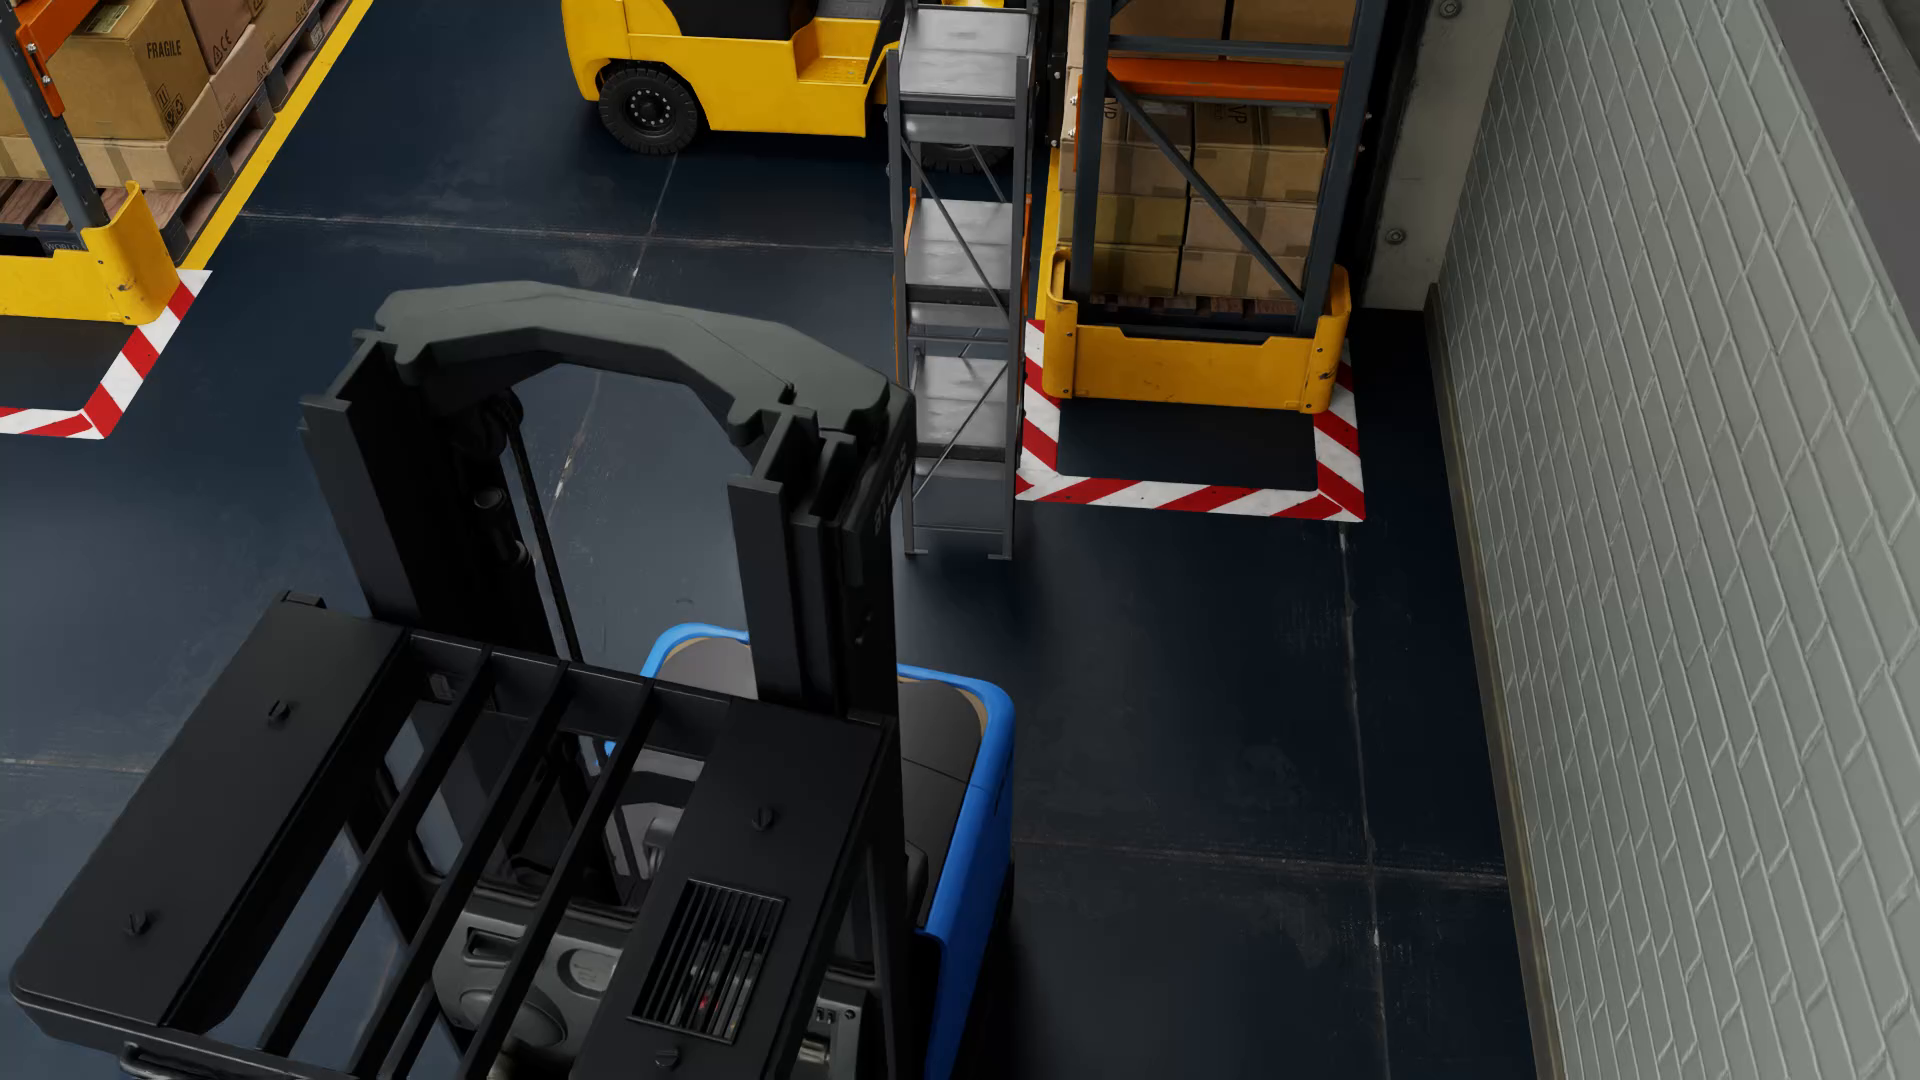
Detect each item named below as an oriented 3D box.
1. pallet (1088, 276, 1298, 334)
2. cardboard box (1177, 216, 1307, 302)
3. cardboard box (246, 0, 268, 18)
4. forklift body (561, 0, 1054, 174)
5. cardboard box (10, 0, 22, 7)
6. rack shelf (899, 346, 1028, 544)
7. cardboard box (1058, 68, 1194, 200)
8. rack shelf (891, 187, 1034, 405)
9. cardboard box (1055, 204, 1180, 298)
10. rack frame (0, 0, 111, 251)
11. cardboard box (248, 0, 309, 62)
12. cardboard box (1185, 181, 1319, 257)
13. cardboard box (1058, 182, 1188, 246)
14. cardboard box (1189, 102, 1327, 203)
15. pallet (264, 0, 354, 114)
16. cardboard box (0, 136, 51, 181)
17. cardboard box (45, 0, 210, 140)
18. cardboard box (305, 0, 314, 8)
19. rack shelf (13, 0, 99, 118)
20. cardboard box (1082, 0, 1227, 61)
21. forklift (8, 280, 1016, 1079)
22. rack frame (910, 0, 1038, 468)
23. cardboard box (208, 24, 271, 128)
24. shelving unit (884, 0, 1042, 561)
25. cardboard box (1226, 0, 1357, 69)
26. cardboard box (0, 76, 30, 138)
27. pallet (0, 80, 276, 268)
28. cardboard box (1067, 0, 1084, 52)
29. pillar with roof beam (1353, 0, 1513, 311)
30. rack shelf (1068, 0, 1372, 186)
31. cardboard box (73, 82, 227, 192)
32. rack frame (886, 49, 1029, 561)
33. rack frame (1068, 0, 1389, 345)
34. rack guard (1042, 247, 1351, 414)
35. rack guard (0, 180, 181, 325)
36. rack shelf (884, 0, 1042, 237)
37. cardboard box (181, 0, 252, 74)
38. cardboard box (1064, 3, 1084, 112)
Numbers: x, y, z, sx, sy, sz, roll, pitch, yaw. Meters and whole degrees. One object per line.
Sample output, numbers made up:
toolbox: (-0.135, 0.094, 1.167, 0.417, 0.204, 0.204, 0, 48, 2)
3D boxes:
pallet: (0.960, -1.326, 7.319, 1.003, 0.211, 1.213, 4, 48, 4)
cardboard box: (1.171, -1.263, 6.952, 0.500, 0.250, 0.500, 4, 48, 4)
cardboard box: (-3.564, -2.844, 7.889, 0.500, 0.500, 0.500, 5, 48, 4)
forklift body: (-0.712, -2.932, 7.474, 2.313, 2.155, 1.214, 4, 48, 4)
cardboard box: (-3.774, -2.184, 6.385, 0.380, 0.149, 0.250, 4, 48, 4)
rack shelf: (0.015, -0.349, 6.113, 0.431, 0.518, 0.480, 4, 48, 4)
cardboard box: (0.663, -1.612, 6.593, 0.500, 0.250, 0.500, 5, 48, 5)
rack shelf: (0.015, -0.821, 5.596, 0.431, 0.518, 0.480, 4, 48, 4)
cardboard box: (0.660, -1.282, 6.969, 0.500, 0.250, 0.500, 4, 48, 4)
rack frame: (-4.011, -2.033, 6.077, 1.000, 3.000, 0.127, 4, 48, 4)
cardboard box: (-3.571, -2.597, 8.172, 0.500, 0.250, 0.500, 7, 48, 6)
cardboard box: (1.182, -1.416, 6.752, 0.500, 0.250, 0.500, 5, 48, 4)
cardboard box: (0.665, -1.463, 6.795, 0.500, 0.250, 0.500, 3, 48, 3)
cardboard box: (1.164, -1.594, 6.576, 0.500, 0.250, 0.500, 3, 48, 3)
pallet: (-3.782, -2.636, 8.518, 1.003, 0.211, 1.213, 4, 48, 4)
cardboard box: (-4.204, -1.876, 7.512, 0.500, 0.250, 0.500, 4, 48, 3)
cardboard box: (-3.661, -2.091, 7.201, 0.500, 0.500, 0.500, 2, 48, 2)
cardboard box: (-3.523, -2.968, 8.511, 0.500, 0.250, 0.500, 5, 48, 4)
rack shelf: (-3.829, -3.260, 7.686, 1.077, 0.370, 4.000, 4, 48, 4)
cardboard box: (0.715, -2.115, 6.084, 0.500, 0.500, 0.500, 3, 48, 3)
forklift: (-0.700, 1.092, 3.265, 1.130, 2.935, 3.031, 11, 48, 10)
rack frame: (0.037, -1.010, 5.750, 0.400, 2.100, 0.015, 4, 48, 4)
cardboard box: (-3.608, -2.195, 7.804, 0.500, 0.250, 0.500, 5, 48, 5)
shelving unit: (0.015, -0.830, 5.586, 0.431, 2.100, 0.503, 4, 48, 4)
cardboard box: (1.254, -2.081, 6.053, 0.500, 0.500, 0.500, 5, 48, 5)
cardboard box: (-4.198, -2.106, 7.214, 0.500, 0.500, 0.500, 4, 48, 4)
pallet: (-3.895, -1.742, 7.700, 1.003, 0.211, 1.213, 4, 48, 4)
cardboard box: (0.740, -2.359, 7.276, 0.500, 0.250, 0.500, 4, 48, 4)
pillar with roof beam: (-2.394, -4.467, 4.237, 9.100, 9.000, 0.400, 4, 48, 4)
rack shelf: (1.114, -2.929, 7.383, 1.077, 0.370, 4.000, 4, 48, 4)
cardboard box: (-3.663, -1.821, 7.461, 0.500, 0.250, 0.500, 4, 48, 3)
rack frame: (-0.007, -0.651, 5.422, 0.400, 2.100, 0.015, 4, 48, 4)
rack frame: (0.932, -1.702, 5.774, 1.000, 3.000, 0.127, 4, 48, 4)
rack guard: (0.930, -0.841, 6.680, 1.175, 0.500, 0.348, 4, 48, 4)
rack guard: (-4.005, -1.245, 7.050, 1.175, 0.500, 0.348, 4, 48, 4)
rack shelf: (0.015, -1.293, 5.080, 0.431, 0.518, 0.480, 4, 48, 4)
cardboard box: (-3.618, -2.476, 7.552, 0.500, 0.500, 0.500, 2, 48, 2)
cardboard box: (0.704, -1.988, 6.937, 0.500, 0.250, 0.500, 5, 48, 4)
